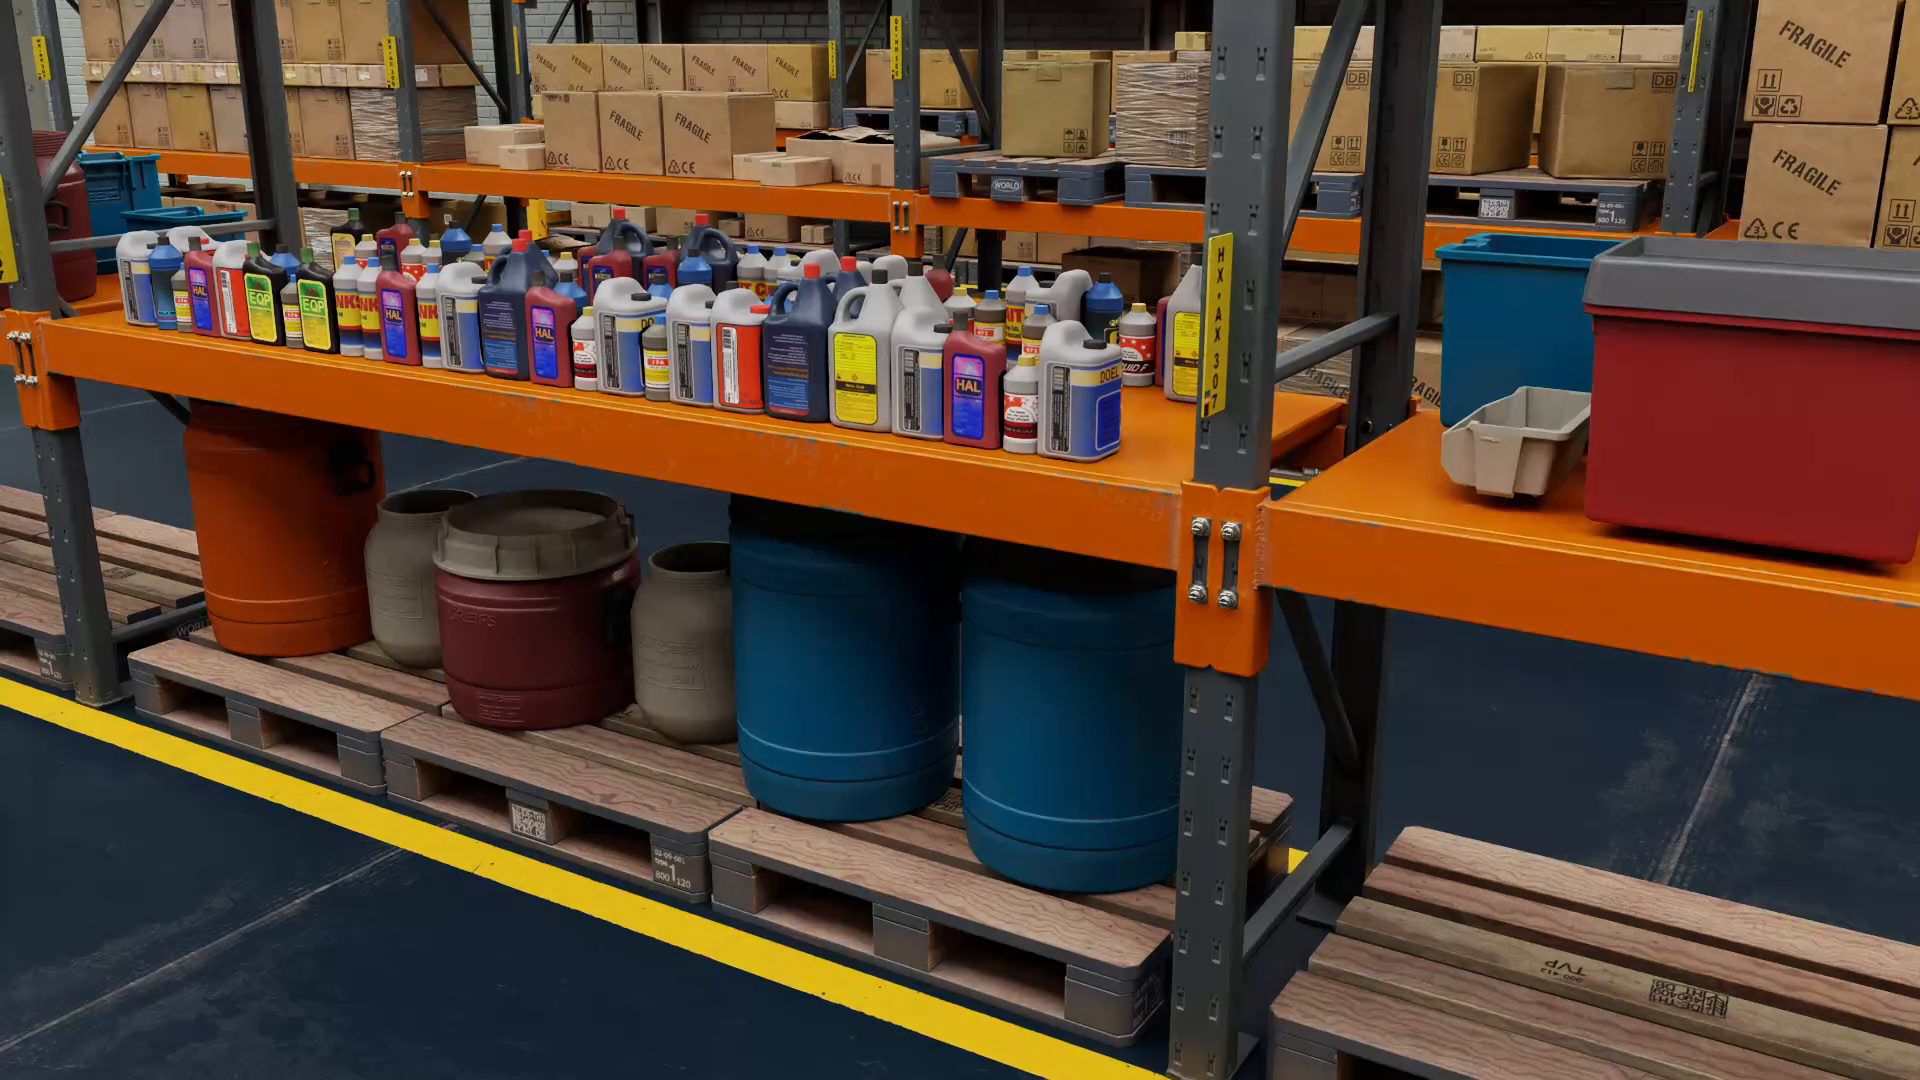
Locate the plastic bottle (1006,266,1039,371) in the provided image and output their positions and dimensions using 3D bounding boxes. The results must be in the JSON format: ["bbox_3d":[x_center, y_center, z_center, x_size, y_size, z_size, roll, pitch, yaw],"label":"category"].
[{"bbox_3d":[0.167,-0.577,4.341,0.097,0.271,0.097,0,17,0],"label":"plastic bottle"}]

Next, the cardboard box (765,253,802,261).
[{"bbox_3d":[-1.233,-1.690,10.828,0.500,0.311,0.500,10,19,29],"label":"cardboard box"}]

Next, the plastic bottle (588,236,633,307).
[{"bbox_3d":[-1.027,-0.753,4.899,0.133,0.283,0.061,10,20,30],"label":"plastic bottle"}]

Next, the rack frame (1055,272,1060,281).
[{"bbox_3d":[0.349,-0.512,7.002,0.015,1.200,0.240,10,20,30],"label":"rack frame"}]

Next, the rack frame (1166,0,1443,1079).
[{"bbox_3d":[0.758,-0.394,3.516,0.127,3.000,1.000,10,20,30],"label":"rack frame"}]

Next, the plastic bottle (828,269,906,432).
[{"bbox_3d":[-0.197,-0.429,3.716,0.185,0.351,0.144,10,20,30],"label":"plastic bottle"}]

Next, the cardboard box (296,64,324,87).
[{"bbox_3d":[-4.466,-3.300,11.797,0.250,0.149,0.380,10,20,30],"label":"cardboard box"}]

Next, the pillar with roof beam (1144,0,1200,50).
[{"bbox_3d":[-0.374,-5.672,10.571,0.400,9.000,9.100,10,20,30],"label":"pillar with roof beam"}]

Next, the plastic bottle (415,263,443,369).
[{"bbox_3d":[-1.382,-0.594,4.399,0.097,0.271,0.097,0,17,0],"label":"plastic bottle"}]

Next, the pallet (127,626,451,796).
[{"bbox_3d":[-1.957,0.442,5.563,1.213,0.211,1.003,10,20,30],"label":"pallet"}]

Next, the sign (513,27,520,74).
[{"bbox_3d":[-3.188,-3.489,11.849,0.005,0.325,0.100,10,20,30],"label":"sign"}]

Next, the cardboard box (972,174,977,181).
[{"bbox_3d":[0.139,-3.263,15.217,0.500,0.250,0.500,10,19,29],"label":"cardboard box"}]

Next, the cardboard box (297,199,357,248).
[{"bbox_3d":[-4.821,-2.251,12.349,0.500,0.500,0.500,10,20,30],"label":"cardboard box"}]

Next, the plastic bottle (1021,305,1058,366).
[{"bbox_3d":[0.202,-0.485,4.159,0.097,0.201,0.097,0,17,0],"label":"plastic bottle"}]

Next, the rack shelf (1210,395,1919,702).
[{"bbox_3d":[2.462,0.255,2.619,4.000,0.370,1.077,10,20,30],"label":"rack shelf"}]

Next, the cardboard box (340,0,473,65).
[{"bbox_3d":[-3.845,-3.571,11.573,0.500,0.500,0.700,10,20,30],"label":"cardboard box"}]

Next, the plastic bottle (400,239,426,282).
[{"bbox_3d":[-1.797,-0.894,5.505,0.097,0.201,0.097,0,17,0],"label":"plastic bottle"}]

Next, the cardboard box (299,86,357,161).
[{"bbox_3d":[-4.298,-3.029,12.020,0.500,0.500,0.700,10,20,29],"label":"cardboard box"}]

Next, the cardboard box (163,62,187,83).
[{"bbox_3d":[-5.770,-3.534,12.565,0.250,0.149,0.380,9,19,28],"label":"cardboard box"}]

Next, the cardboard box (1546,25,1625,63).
[{"bbox_3d":[4.546,-3.571,11.968,0.500,0.250,0.500,11,20,31],"label":"cardboard box"}]

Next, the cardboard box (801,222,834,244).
[{"bbox_3d":[-1.346,-2.993,16.191,0.250,0.166,0.380,7,18,23],"label":"cardboard box"}]

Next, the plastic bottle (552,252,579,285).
[{"bbox_3d":[-1.216,-0.790,5.164,0.097,0.201,0.097,0,17,0],"label":"plastic bottle"}]

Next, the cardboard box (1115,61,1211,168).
[{"bbox_3d":[1.220,-2.223,8.643,0.500,0.500,0.700,15,22,40],"label":"cardboard box"}]

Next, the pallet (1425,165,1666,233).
[{"bbox_3d":[2.730,-1.676,8.070,1.213,0.211,1.003,10,20,30],"label":"pallet"}]

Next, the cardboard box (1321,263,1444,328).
[{"bbox_3d":[2.217,-1.279,8.685,0.500,0.250,0.500,10,20,30],"label":"cardboard box"}]

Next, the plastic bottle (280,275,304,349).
[{"bbox_3d":[-1.859,-0.646,4.689,0.097,0.201,0.097,0,17,0],"label":"plastic bottle"}]

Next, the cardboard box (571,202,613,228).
[{"bbox_3d":[-3.740,-3.469,17.509,0.500,0.311,0.500,8,19,24],"label":"cardboard box"}]

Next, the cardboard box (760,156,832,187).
[{"bbox_3d":[-0.966,-2.176,9.817,0.250,0.149,0.380,10,20,30],"label":"cardboard box"}]

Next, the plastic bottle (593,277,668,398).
[{"bbox_3d":[-0.800,-0.502,4.087,0.135,0.276,0.152,10,20,30],"label":"plastic bottle"}]

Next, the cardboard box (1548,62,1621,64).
[{"bbox_3d":[4.554,-3.208,12.064,0.500,0.500,0.500,10,20,30],"label":"cardboard box"}]

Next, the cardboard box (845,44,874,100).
[{"bbox_3d":[-1.165,-4.484,15.915,0.500,0.500,0.500,10,19,29],"label":"cardboard box"}]

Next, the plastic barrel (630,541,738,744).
[{"bbox_3d":[-0.734,0.293,4.813,0.421,0.512,0.421,0,17,0],"label":"plastic barrel"}]

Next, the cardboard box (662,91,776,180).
[{"bbox_3d":[-1.493,-2.527,10.368,0.500,0.500,0.500,9,19,27],"label":"cardboard box"}]

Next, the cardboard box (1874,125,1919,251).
[{"bbox_3d":[4.083,-1.445,6.807,0.500,0.500,0.500,11,20,31],"label":"cardboard box"}]

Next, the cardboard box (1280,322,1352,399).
[{"bbox_3d":[1.939,-0.792,8.371,0.500,0.500,0.500,10,20,31],"label":"cardboard box"}]

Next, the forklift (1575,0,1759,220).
[{"bbox_3d":[4.068,-2.247,9.734,3.031,2.935,1.130,10,19,29],"label":"forklift"}]

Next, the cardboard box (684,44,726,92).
[{"bbox_3d":[-2.291,-4.510,16.000,0.500,0.500,0.500,9,19,28],"label":"cardboard box"}]

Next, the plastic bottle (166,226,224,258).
[{"bbox_3d":[-2.371,-0.834,5.181,0.135,0.276,0.152,10,20,30],"label":"plastic bottle"}]

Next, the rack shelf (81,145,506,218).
[{"bbox_3d":[-5.168,-2.797,12.665,4.000,0.370,1.077,10,20,30],"label":"rack shelf"}]

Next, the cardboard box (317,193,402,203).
[{"bbox_3d":[-4.547,-2.381,12.776,0.500,0.500,0.500,10,20,30],"label":"cardboard box"}]

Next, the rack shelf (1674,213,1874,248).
[{"bbox_3d":[5.058,-0.971,6.656,4.000,0.370,1.077,10,20,30],"label":"rack shelf"}]

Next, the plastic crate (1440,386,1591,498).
[{"bbox_3d":[1.080,-0.190,3.196,0.243,0.136,0.396,10,20,30],"label":"plastic crate"}]

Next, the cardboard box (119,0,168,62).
[{"bbox_3d":[-5.985,-3.953,12.829,0.500,0.500,0.700,10,19,29],"label":"cardboard box"}]

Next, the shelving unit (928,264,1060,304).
[{"bbox_3d":[0.141,-0.549,7.124,0.503,1.200,0.258,10,20,30],"label":"shelving unit"}]

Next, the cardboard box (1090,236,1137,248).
[{"bbox_3d":[1.515,-2.674,14.567,0.500,0.500,0.700,10,20,30],"label":"cardboard box"}]

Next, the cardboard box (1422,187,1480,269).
[{"bbox_3d":[3.835,-2.349,12.929,0.750,0.750,0.750,10,20,30],"label":"cardboard box"}]

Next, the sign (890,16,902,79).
[{"bbox_3d":[-0.343,-2.644,8.933,0.005,0.325,0.100,10,20,30],"label":"sign"}]

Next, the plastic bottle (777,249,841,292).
[{"bbox_3d":[-0.424,-0.675,4.656,0.135,0.276,0.152,10,20,30],"label":"plastic bottle"}]

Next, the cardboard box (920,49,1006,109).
[{"bbox_3d":[0.014,-4.150,14.953,0.500,0.500,0.700,13,21,36],"label":"cardboard box"}]

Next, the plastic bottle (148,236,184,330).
[{"bbox_3d":[-2.366,-0.770,4.977,0.097,0.271,0.097,0,17,0],"label":"plastic bottle"}]

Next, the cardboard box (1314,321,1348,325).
[{"bbox_3d":[2.187,-0.924,8.807,0.500,0.500,0.500,10,20,31],"label":"cardboard box"}]

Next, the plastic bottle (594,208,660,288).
[{"bbox_3d":[-0.995,-0.814,4.985,0.185,0.351,0.144,10,20,30],"label":"plastic bottle"}]

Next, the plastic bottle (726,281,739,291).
[{"bbox_3d":[-0.553,-0.498,4.082,0.097,0.271,0.097,0,17,0],"label":"plastic bottle"}]

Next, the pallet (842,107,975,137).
[{"bbox_3d":[-0.299,-3.820,15.126,1.213,0.211,1.003,10,20,30],"label":"pallet"}]

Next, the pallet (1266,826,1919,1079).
[{"bbox_3d":[1.405,1.043,3.585,1.213,0.211,1.003,10,20,30],"label":"pallet"}]

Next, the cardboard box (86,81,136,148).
[{"bbox_3d":[-6.481,-3.419,13.303,0.500,0.500,0.700,10,20,30],"label":"cardboard box"}]
